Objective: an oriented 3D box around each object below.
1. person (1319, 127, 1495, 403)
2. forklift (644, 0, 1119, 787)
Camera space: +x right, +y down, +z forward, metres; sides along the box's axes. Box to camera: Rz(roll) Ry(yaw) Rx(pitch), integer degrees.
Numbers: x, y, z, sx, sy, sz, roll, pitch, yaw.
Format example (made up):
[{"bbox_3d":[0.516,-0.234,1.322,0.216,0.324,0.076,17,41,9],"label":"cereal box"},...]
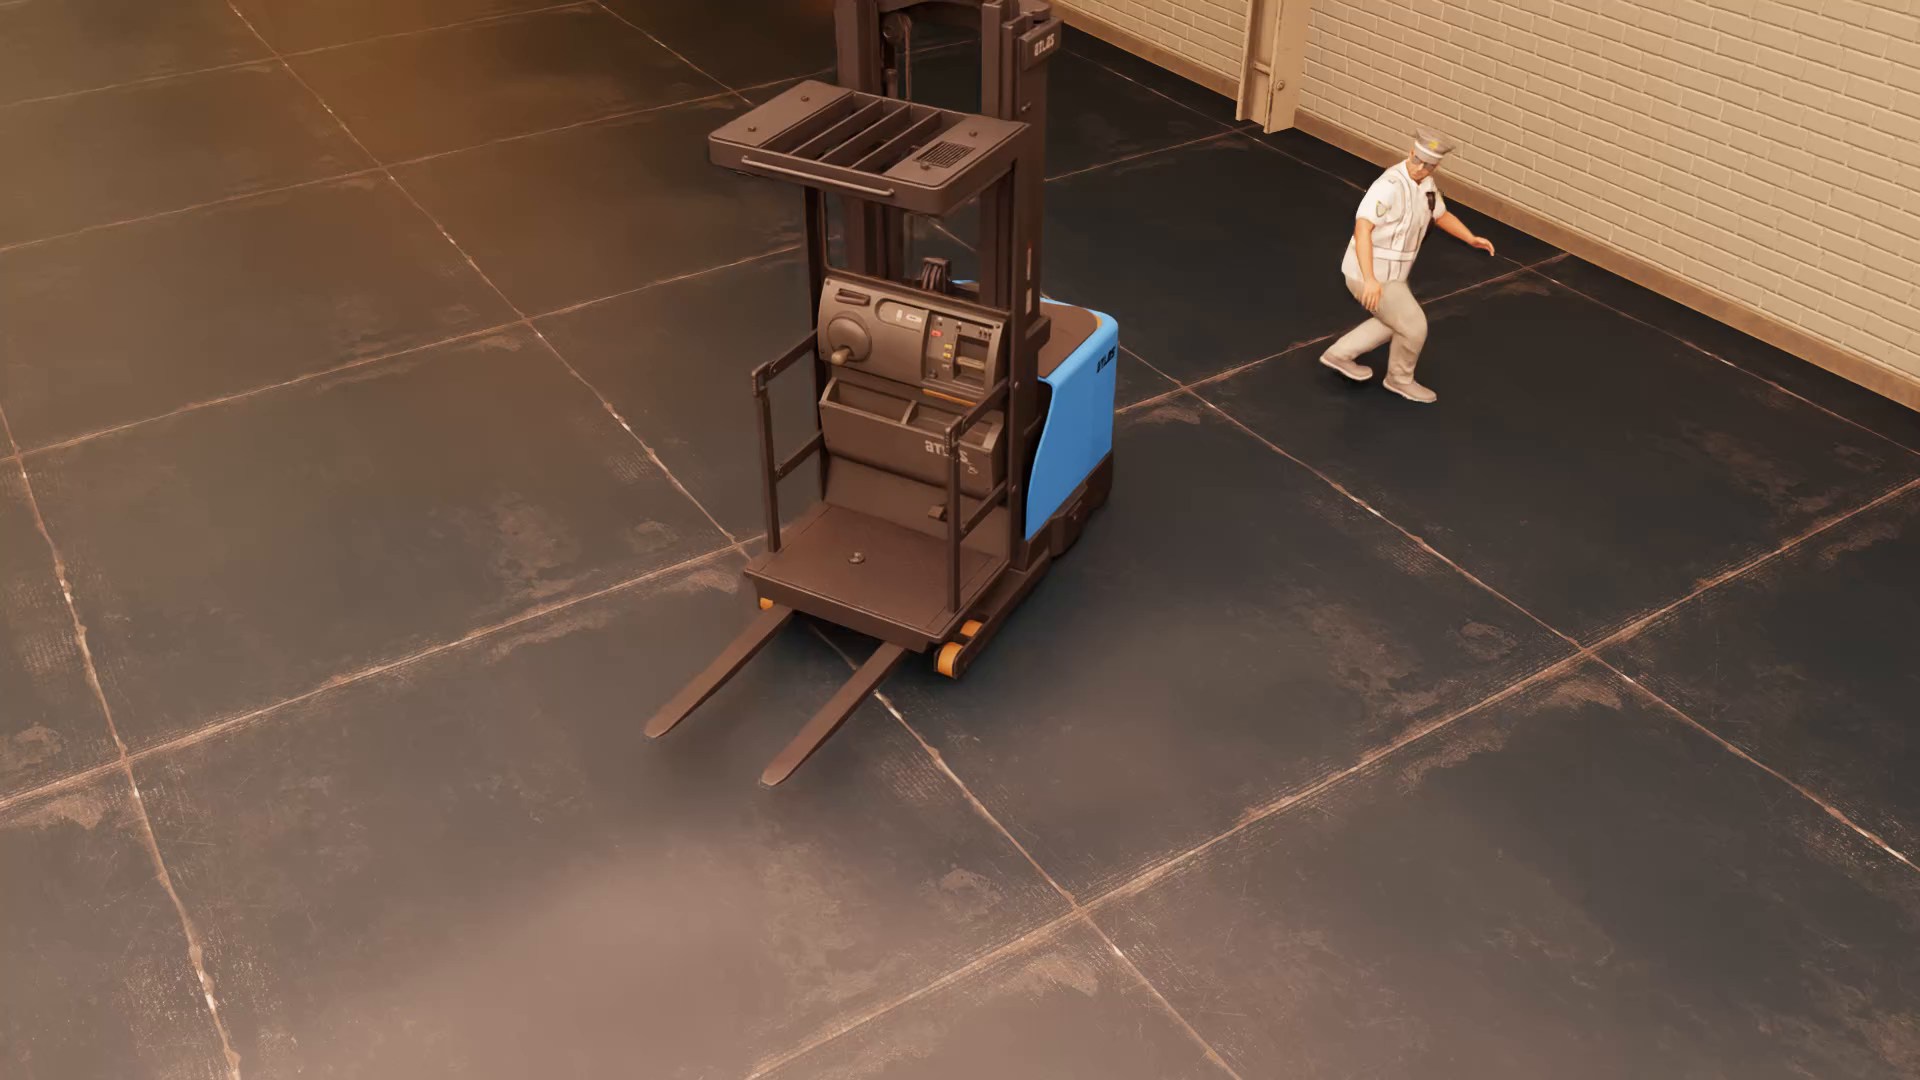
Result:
[{"bbox_3d":[2.534,-1.505,9.435,0.867,1.637,0.887,15,38,20],"label":"person"},{"bbox_3d":[-0.332,-0.855,7.364,1.130,2.935,3.031,18,39,23],"label":"forklift"}]
